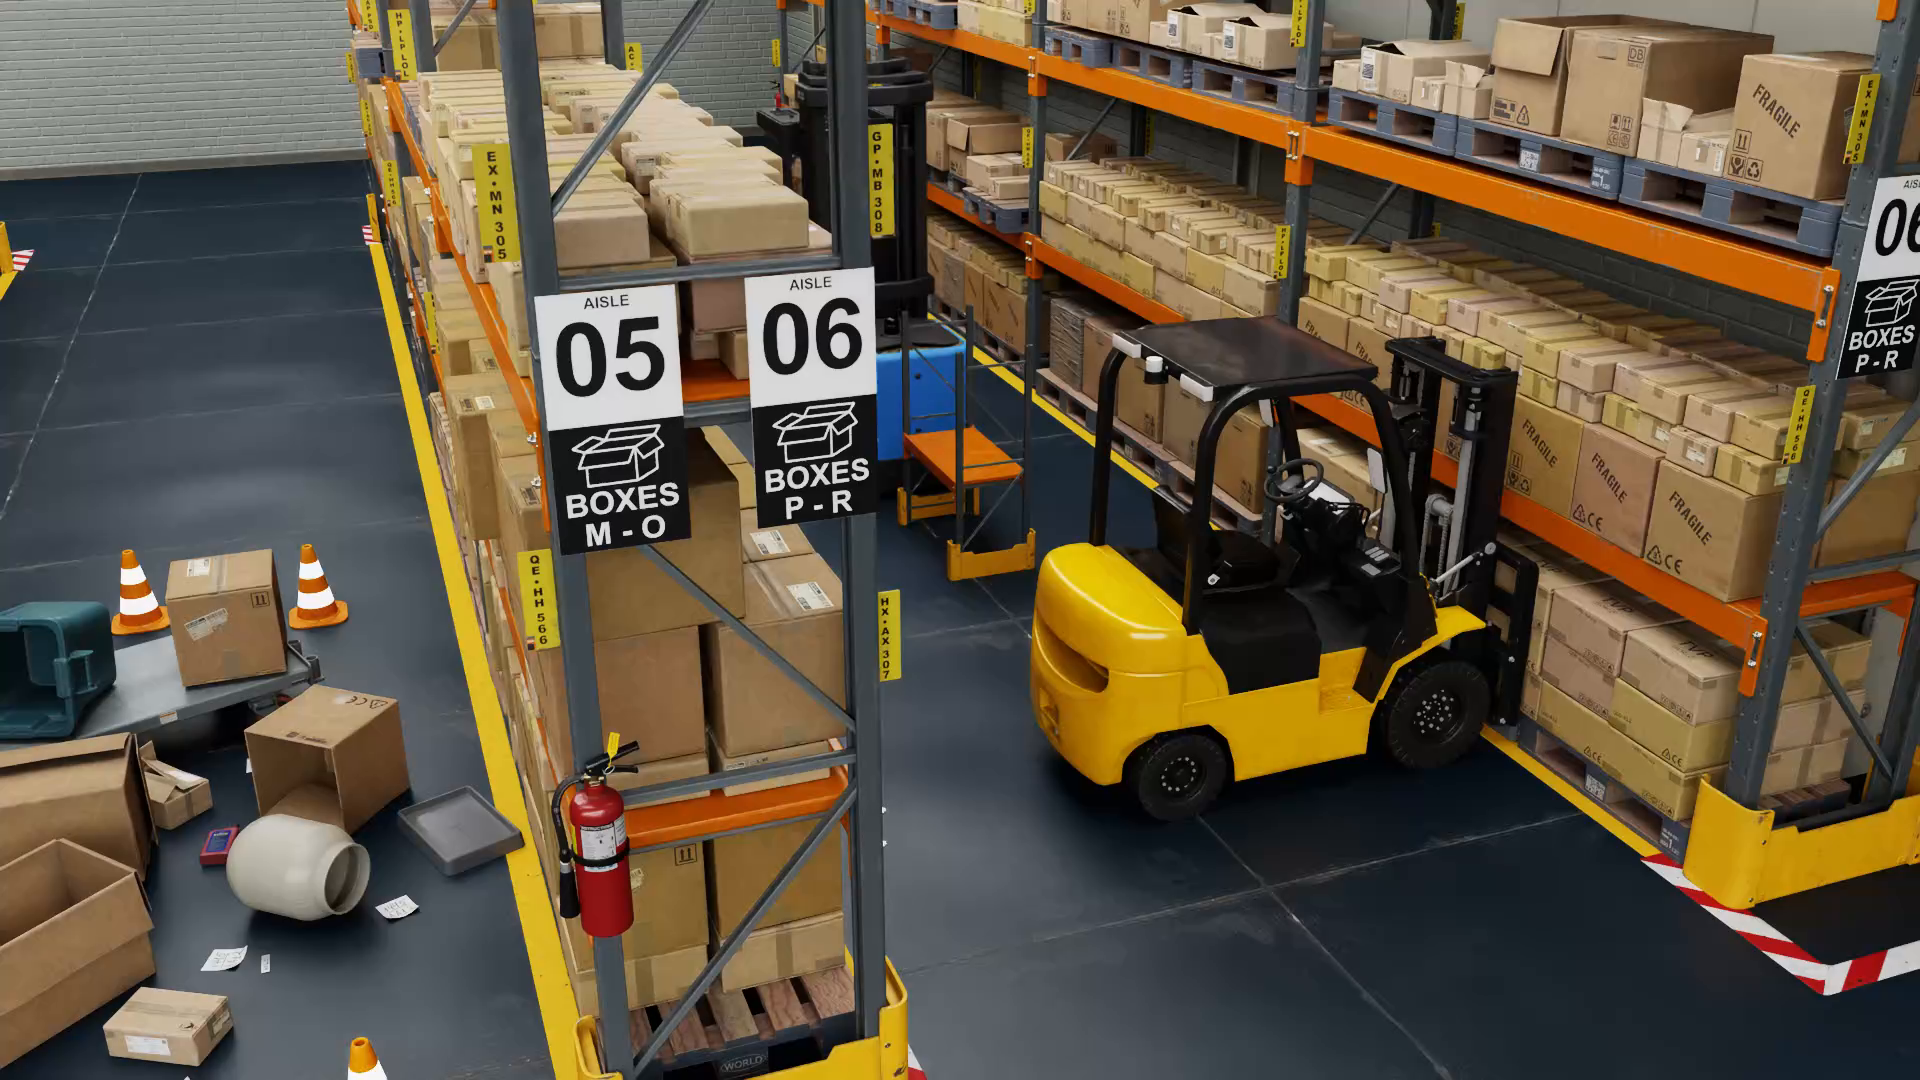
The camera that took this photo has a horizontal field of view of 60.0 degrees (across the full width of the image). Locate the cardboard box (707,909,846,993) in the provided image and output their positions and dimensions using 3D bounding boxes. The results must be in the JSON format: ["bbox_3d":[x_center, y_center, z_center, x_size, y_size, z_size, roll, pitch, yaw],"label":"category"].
[{"bbox_3d":[-0.779,1.536,6.743,0.500,0.250,0.500,-9,24,-19],"label":"cardboard box"}]

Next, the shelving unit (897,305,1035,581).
[{"bbox_3d":[0.027,-0.663,10.893,0.587,1.500,1.083,-8,24,-19],"label":"shelving unit"}]

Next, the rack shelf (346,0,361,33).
[{"bbox_3d":[-5.699,-5.344,17.131,1.077,0.370,4.000,-8,24,-19],"label":"rack shelf"}]

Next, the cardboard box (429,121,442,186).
[{"bbox_3d":[-2.076,-1.726,7.432,0.500,0.250,0.500,-9,24,-19],"label":"cardboard box"}]

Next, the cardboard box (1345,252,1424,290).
[{"bbox_3d":[2.505,-1.587,9.807,0.380,0.149,0.250,-8,24,-18],"label":"cardboard box"}]

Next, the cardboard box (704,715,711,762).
[{"bbox_3d":[-0.782,0.668,6.127,0.380,0.149,0.250,-8,24,-18],"label":"cardboard box"}]

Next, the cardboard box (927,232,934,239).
[{"bbox_3d":[-0.192,-2.892,16.927,0.500,0.500,0.500,-9,24,-20],"label":"cardboard box"}]

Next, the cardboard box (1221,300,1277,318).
[{"bbox_3d":[2.053,-1.420,10.951,0.500,0.250,0.500,-8,24,-18],"label":"cardboard box"}]

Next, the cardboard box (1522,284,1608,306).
[{"bbox_3d":[3.294,-1.280,9.078,0.380,0.149,0.250,-9,24,-20],"label":"cardboard box"}]

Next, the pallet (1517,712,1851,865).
[{"bbox_3d":[3.580,1.124,8.311,1.003,0.211,1.213,-8,24,-19],"label":"pallet"}]

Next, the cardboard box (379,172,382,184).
[{"bbox_3d":[-5.395,-3.746,16.147,0.500,0.500,0.500,-8,24,-19],"label":"cardboard box"}]

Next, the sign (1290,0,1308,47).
[{"bbox_3d":[1.972,-3.030,9.643,0.100,0.325,0.005,-8,24,-19],"label":"sign"}]

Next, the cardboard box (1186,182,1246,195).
[{"bbox_3d":[1.936,-2.603,12.601,0.380,0.149,0.250,-9,24,-20],"label":"cardboard box"}]

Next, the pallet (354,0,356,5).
[{"bbox_3d":[-5.699,-5.649,17.043,1.003,0.211,1.213,-8,24,-19],"label":"pallet"}]

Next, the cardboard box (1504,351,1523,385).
[{"bbox_3d":[3.025,-0.887,8.529,0.380,0.149,0.250,-9,24,-19],"label":"cardboard box"}]

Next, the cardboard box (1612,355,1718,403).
[{"bbox_3d":[3.313,-0.749,7.819,0.380,0.149,0.250,-8,24,-19],"label":"cardboard box"}]

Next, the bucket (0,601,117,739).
[{"bbox_3d":[-4.556,0.597,8.228,0.726,0.611,0.620,0,13,-1],"label":"bucket"}]

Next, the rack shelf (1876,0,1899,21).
[{"bbox_3d":[3.183,-2.864,7.900,1.077,0.370,4.000,-8,24,-19],"label":"rack shelf"}]

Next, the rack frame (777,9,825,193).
[{"bbox_3d":[-1.763,-5.702,20.917,1.000,3.000,0.127,-8,24,-19],"label":"rack frame"}]

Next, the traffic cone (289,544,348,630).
[{"bbox_3d":[-3.914,0.251,10.059,0.336,0.463,0.334,-8,24,-19],"label":"traffic cone"}]

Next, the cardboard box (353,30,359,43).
[{"bbox_3d":[-6.395,-5.463,18.098,0.380,0.149,0.250,-8,24,-17],"label":"cardboard box"}]

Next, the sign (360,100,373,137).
[{"bbox_3d":[-5.511,-3.925,15.484,0.100,0.325,0.005,-8,24,-19],"label":"sign"}]

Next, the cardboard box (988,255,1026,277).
[{"bbox_3d":[0.474,-2.477,15.108,0.380,0.149,0.250,-9,25,-21],"label":"cardboard box"}]

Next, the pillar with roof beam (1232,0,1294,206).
[{"bbox_3d":[-1.661,-4.619,10.623,9.100,9.000,0.400,-8,24,-19],"label":"pillar with roof beam"}]

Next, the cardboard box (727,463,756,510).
[{"bbox_3d":[-1.028,0.028,6.811,0.500,0.500,0.500,-9,24,-20],"label":"cardboard box"}]

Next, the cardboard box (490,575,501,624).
[{"bbox_3d":[-2.039,0.261,7.968,0.380,0.149,0.250,-7,24,-17],"label":"cardboard box"}]

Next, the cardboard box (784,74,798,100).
[{"bbox_3d":[-1.855,-5.568,20.410,0.500,0.250,0.500,-8,24,-19],"label":"cardboard box"}]

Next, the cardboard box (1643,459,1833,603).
[{"bbox_3d":[3.470,-0.078,7.443,0.500,0.500,0.500,-9,24,-20],"label":"cardboard box"}]

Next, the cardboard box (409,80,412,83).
[{"bbox_3d":[-3.627,-3.242,11.541,0.380,0.149,0.250,-8,24,-19],"label":"cardboard box"}]

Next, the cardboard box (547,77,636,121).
[{"bbox_3d":[-1.678,-2.018,7.610,0.380,0.149,0.250,-8,24,-18],"label":"cardboard box"}]

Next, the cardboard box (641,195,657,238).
[{"bbox_3d":[-0.850,-1.060,5.851,0.500,0.250,0.500,-9,24,-20],"label":"cardboard box"}]

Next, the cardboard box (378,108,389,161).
[{"bbox_3d":[-4.537,-3.323,13.857,0.500,0.500,0.500,-9,24,-20],"label":"cardboard box"}]

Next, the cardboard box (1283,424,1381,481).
[{"bbox_3d":[2.353,-0.511,10.311,0.500,0.250,0.500,-9,24,-20],"label":"cardboard box"}]

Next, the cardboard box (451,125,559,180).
[{"bbox_3d":[-1.722,-1.475,6.323,0.380,0.149,0.250,-8,24,-18],"label":"cardboard box"}]

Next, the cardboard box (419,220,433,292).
[{"bbox_3d":[-3.083,-1.731,10.443,0.500,0.500,0.500,-9,25,-21],"label":"cardboard box"}]

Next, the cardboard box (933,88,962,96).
[{"bbox_3d":[-0.388,-4.282,16.878,0.700,0.500,0.500,-8,24,-18],"label":"cardboard box"}]

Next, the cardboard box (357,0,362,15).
[{"bbox_3d":[-4.873,-4.527,14.026,0.380,0.166,0.250,-10,25,-23],"label":"cardboard box"}]

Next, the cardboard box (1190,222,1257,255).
[{"bbox_3d":[1.785,-2.046,11.277,0.380,0.149,0.250,-9,25,-21],"label":"cardboard box"}]

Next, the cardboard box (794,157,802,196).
[{"bbox_3d":[-1.636,-4.510,20.762,0.797,0.503,0.637,-9,25,-21],"label":"cardboard box"}]

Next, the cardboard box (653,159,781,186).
[{"bbox_3d":[-0.822,-1.186,5.637,0.380,0.149,0.250,-8,24,-19],"label":"cardboard box"}]

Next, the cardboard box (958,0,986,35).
[{"bbox_3d":[0.299,-4.626,14.695,0.500,0.250,0.500,-8,24,-19],"label":"cardboard box"}]

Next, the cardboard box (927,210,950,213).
[{"bbox_3d":[-0.302,-3.333,17.137,0.380,0.149,0.250,-9,24,-20],"label":"cardboard box"}]

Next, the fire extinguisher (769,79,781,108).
[{"bbox_3d":[-2.247,-5.485,20.981,0.296,0.674,0.183,-8,24,-19],"label":"fire extinguisher"}]

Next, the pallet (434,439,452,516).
[{"bbox_3d":[-3.305,-0.544,12.269,1.003,0.211,1.213,-8,24,-19],"label":"pallet"}]

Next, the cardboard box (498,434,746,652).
[{"bbox_3d":[-1.138,-0.006,5.603,0.700,0.500,0.500,-9,24,-20],"label":"cardboard box"}]

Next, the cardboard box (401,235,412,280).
[{"bbox_3d":[-4.001,-2.192,12.782,0.500,0.250,0.500,-9,25,-21],"label":"cardboard box"}]

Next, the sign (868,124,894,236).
[{"bbox_3d":[-0.246,-1.066,4.929,0.100,0.325,0.005,-8,24,-19],"label":"sign"}]

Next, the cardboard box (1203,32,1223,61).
[{"bbox_3d":[1.804,-3.206,10.787,0.380,0.149,0.250,-8,24,-19],"label":"cardboard box"}]

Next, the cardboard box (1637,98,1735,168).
[{"bbox_3d":[3.223,-1.800,7.301,0.396,0.266,0.258,-8,24,-19],"label":"cardboard box"}]

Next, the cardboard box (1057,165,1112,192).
[{"bbox_3d":[0.996,-2.887,13.275,0.380,0.149,0.250,-8,24,-18],"label":"cardboard box"}]

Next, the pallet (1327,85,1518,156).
[{"bbox_3d":[2.802,-2.377,9.280,1.003,0.211,1.213,-8,24,-19],"label":"pallet"}]

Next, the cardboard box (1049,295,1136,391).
[{"bbox_3d":[1.271,-1.666,13.858,0.875,0.625,0.625,-8,24,-17],"label":"cardboard box"}]

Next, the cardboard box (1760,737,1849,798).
[{"bbox_3d":[3.899,0.980,8.063,0.500,0.250,0.500,-8,24,-19],"label":"cardboard box"}]

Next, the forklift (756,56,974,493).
[{"bbox_3d":[-0.875,-2.204,12.706,1.130,2.935,3.031,-8,24,-19],"label":"forklift"}]
